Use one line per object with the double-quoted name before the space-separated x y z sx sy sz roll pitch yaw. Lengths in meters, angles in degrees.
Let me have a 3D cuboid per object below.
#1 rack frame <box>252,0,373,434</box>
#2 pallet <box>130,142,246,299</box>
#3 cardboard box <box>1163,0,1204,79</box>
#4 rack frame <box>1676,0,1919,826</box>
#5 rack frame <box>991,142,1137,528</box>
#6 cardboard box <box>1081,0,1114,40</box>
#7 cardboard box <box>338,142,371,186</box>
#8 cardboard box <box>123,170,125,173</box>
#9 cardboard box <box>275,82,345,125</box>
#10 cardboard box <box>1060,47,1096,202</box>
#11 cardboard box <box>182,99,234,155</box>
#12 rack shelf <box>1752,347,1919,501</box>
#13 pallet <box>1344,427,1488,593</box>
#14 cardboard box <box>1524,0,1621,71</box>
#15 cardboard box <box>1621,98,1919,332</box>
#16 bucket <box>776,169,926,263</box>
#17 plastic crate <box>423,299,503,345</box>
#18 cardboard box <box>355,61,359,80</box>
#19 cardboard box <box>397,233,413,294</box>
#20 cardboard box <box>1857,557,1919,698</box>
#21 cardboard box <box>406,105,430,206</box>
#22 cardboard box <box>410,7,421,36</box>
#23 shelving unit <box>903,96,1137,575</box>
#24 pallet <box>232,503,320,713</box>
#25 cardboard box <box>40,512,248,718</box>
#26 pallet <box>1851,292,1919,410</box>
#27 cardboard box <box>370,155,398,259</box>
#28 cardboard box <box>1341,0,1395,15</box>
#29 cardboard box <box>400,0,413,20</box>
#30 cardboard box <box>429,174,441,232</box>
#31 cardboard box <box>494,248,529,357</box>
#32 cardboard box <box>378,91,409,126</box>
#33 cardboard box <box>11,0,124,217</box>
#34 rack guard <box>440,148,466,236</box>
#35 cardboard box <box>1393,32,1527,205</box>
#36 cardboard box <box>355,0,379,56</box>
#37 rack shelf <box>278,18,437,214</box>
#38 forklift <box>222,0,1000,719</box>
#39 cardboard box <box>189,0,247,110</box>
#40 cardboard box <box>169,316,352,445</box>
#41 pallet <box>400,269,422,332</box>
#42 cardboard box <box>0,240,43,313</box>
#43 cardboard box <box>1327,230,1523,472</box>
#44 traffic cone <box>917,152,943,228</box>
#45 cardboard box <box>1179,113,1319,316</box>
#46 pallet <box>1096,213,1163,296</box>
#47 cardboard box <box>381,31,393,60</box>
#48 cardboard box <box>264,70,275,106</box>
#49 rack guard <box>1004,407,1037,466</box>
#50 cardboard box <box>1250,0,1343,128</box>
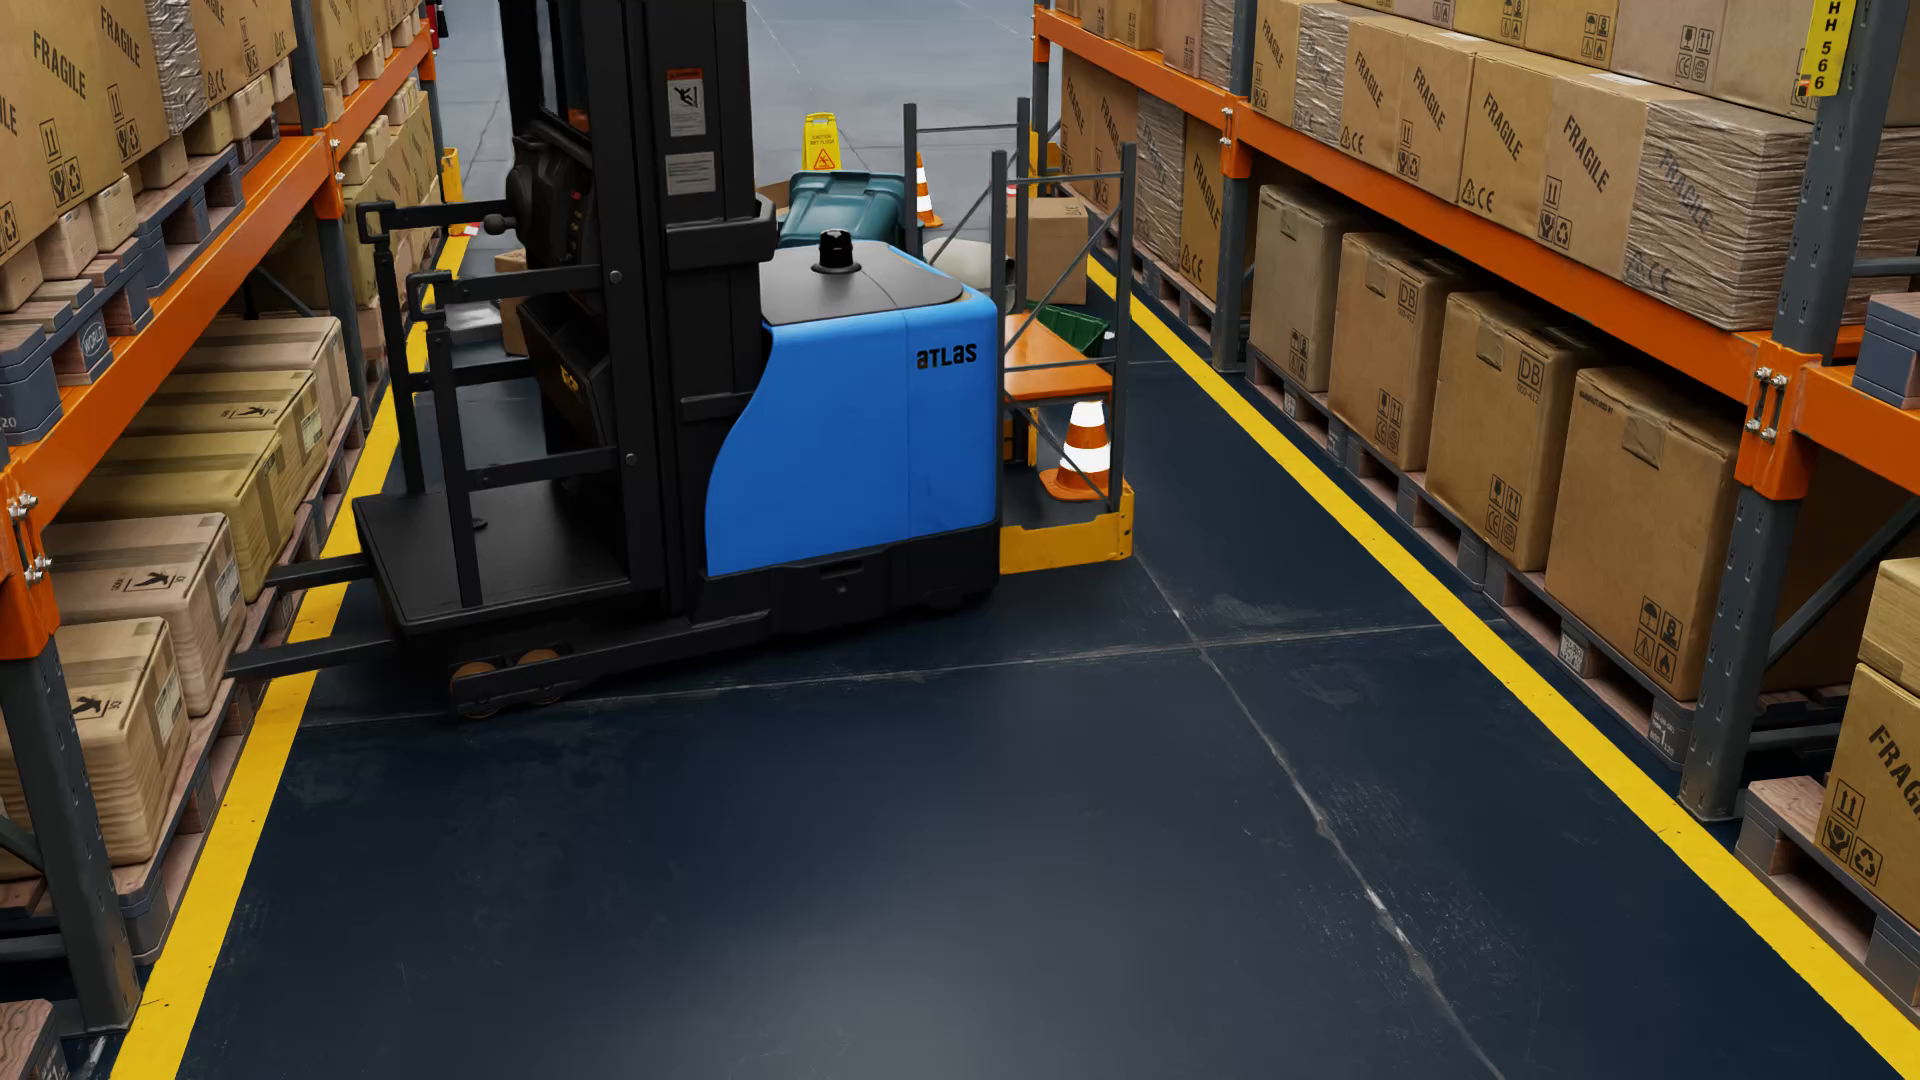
"rack frame" -3.104 -1.832 6.698 1.000 3.000 0.127 -4 24 -10
"pallet" -2.770 -0.947 4.909 1.003 0.211 1.213 -4 24 -10
"cardboard box" 1.538 -2.666 8.419 0.875 0.550 0.550 -4 24 -10
"rack frame" 2.482 -0.665 4.025 1.000 3.000 0.127 -4 24 -10
"rack frame" 0.345 -0.604 5.759 0.500 1.500 0.032 -7 25 -17
"cardboard box" 1.219 -3.294 9.856 0.875 0.550 0.550 -4 24 -10
"cardboard box" -2.912 -1.711 7.584 0.380 0.149 0.250 -4 24 -9
"cardboard box" -2.418 -0.901 4.355 0.380 0.149 0.250 -3 24 -7
"cardboard box" -2.847 -1.865 7.086 0.380 0.149 0.250 -4 24 -10
"cardboard box" 1.193 -2.769 10.971 0.875 0.875 0.875 -4 24 -9
"cardboard box" -2.563 -1.325 5.326 0.380 0.149 0.250 -4 24 -10
"rack shelf" 2.852 0.451 2.368 1.077 0.370 4.000 -4 24 -10
"pallet" 2.188 -0.182 6.402 1.003 0.211 1.213 -4 24 -10
"cardboard box" 2.217 -1.747 5.128 0.700 0.500 0.500 -5 24 -11
"cardboard box" 2.135 -0.868 4.365 0.500 0.500 0.500 -4 24 -10
"bucket" -0.549 -1.318 7.710 0.726 0.611 0.620 4 34 9
"plastic crate" -2.588 -1.173 8.835 0.402 0.080 0.583 -13 27 -28
"cardboard box" -3.115 -2.265 8.002 0.380 0.149 0.250 -4 24 -10
"cardboard box" -3.158 -1.434 8.697 0.500 0.250 0.500 -5 24 -10
"cardboard box" 2.371 0.234 3.629 0.500 0.250 0.500 -5 24 -12
"cardboard box" -3.339 -2.181 9.469 0.500 0.500 0.500 -3 24 -8
"cardboard box" -3.408 -3.068 9.840 0.380 0.149 0.250 -5 24 -10
"shelving unit" 0.189 -0.794 6.194 0.587 1.500 1.083 -7 25 -17
"pallet" -2.729 0.233 5.454 1.003 0.211 1.213 -4 24 -10
"cardboard box" -2.603 0.240 4.711 0.950 0.372 0.625 -5 24 -11
"pallet" 2.718 -0.305 3.440 1.213 0.211 1.003 -4 24 -10
"cardboard box" -3.058 -1.570 8.071 0.500 0.500 0.500 -3 24 -8
"cardboard box" 1.937 -2.345 6.498 0.700 0.500 0.500 -5 24 -11
"cardboard box" -3.384 -3.197 9.327 0.500 0.500 0.500 -4 24 -10
"cardboard box" -3.425 -2.031 10.062 0.500 0.250 0.500 -4 24 -10
"cardboard box" -1.965 -1.210 8.393 0.500 0.500 0.500 13 27 27
"cardboard box" -3.215 -2.341 9.025 0.380 0.149 0.250 -3 24 -7
"cardboard box" -2.323 -1.032 3.844 0.500 0.500 0.500 -3 24 -7
"rack guard" -3.829 -2.230 10.732 1.175 0.500 0.348 -4 24 -10
"cardboard box" 1.853 -1.462 5.726 0.500 0.500 0.500 -4 24 -9
"cardboard box" -3.107 -2.602 7.964 0.500 0.500 0.500 -5 24 -10
"rack shelf" -3.474 -2.289 8.643 1.077 0.370 4.000 -4 24 -10
"forklift" -1.419 -1.046 4.982 3.031 2.935 1.130 -11 26 -24
"cardboard box" -2.610 -1.644 5.245 0.500 0.500 0.500 -3 24 -8
"cardboard box" -3.004 -0.614 6.667 0.950 0.372 0.625 -4 24 -9
"pallet" -3.492 -1.297 8.956 1.003 0.211 1.213 -4 24 -10
"cardboard box" -2.261 -0.592 3.646 0.380 0.149 0.250 -6 24 -13
"cardboard box" 2.120 -0.783 6.580 1.050 0.750 0.750 -4 24 -10
"traffic cone" -0.295 -2.335 11.019 0.336 0.463 0.334 -4 24 -10
"cardboard box" 1.695 -1.710 8.547 0.875 0.875 0.875 -4 24 -9
"pallet" 1.449 -1.746 9.985 1.003 0.211 1.213 -4 24 -10
"cardboard box" -3.259 -2.661 8.910 0.380 0.149 0.250 -5 24 -10
"cardboard box" -2.706 -1.623 6.007 0.380 0.149 0.250 -5 24 -11
"rack guard" 0.034 -0.410 6.877 0.587 0.250 0.087 -7 25 -17
"cardboard box" 1.575 -2.057 7.088 0.500 0.500 0.500 -4 24 -9
